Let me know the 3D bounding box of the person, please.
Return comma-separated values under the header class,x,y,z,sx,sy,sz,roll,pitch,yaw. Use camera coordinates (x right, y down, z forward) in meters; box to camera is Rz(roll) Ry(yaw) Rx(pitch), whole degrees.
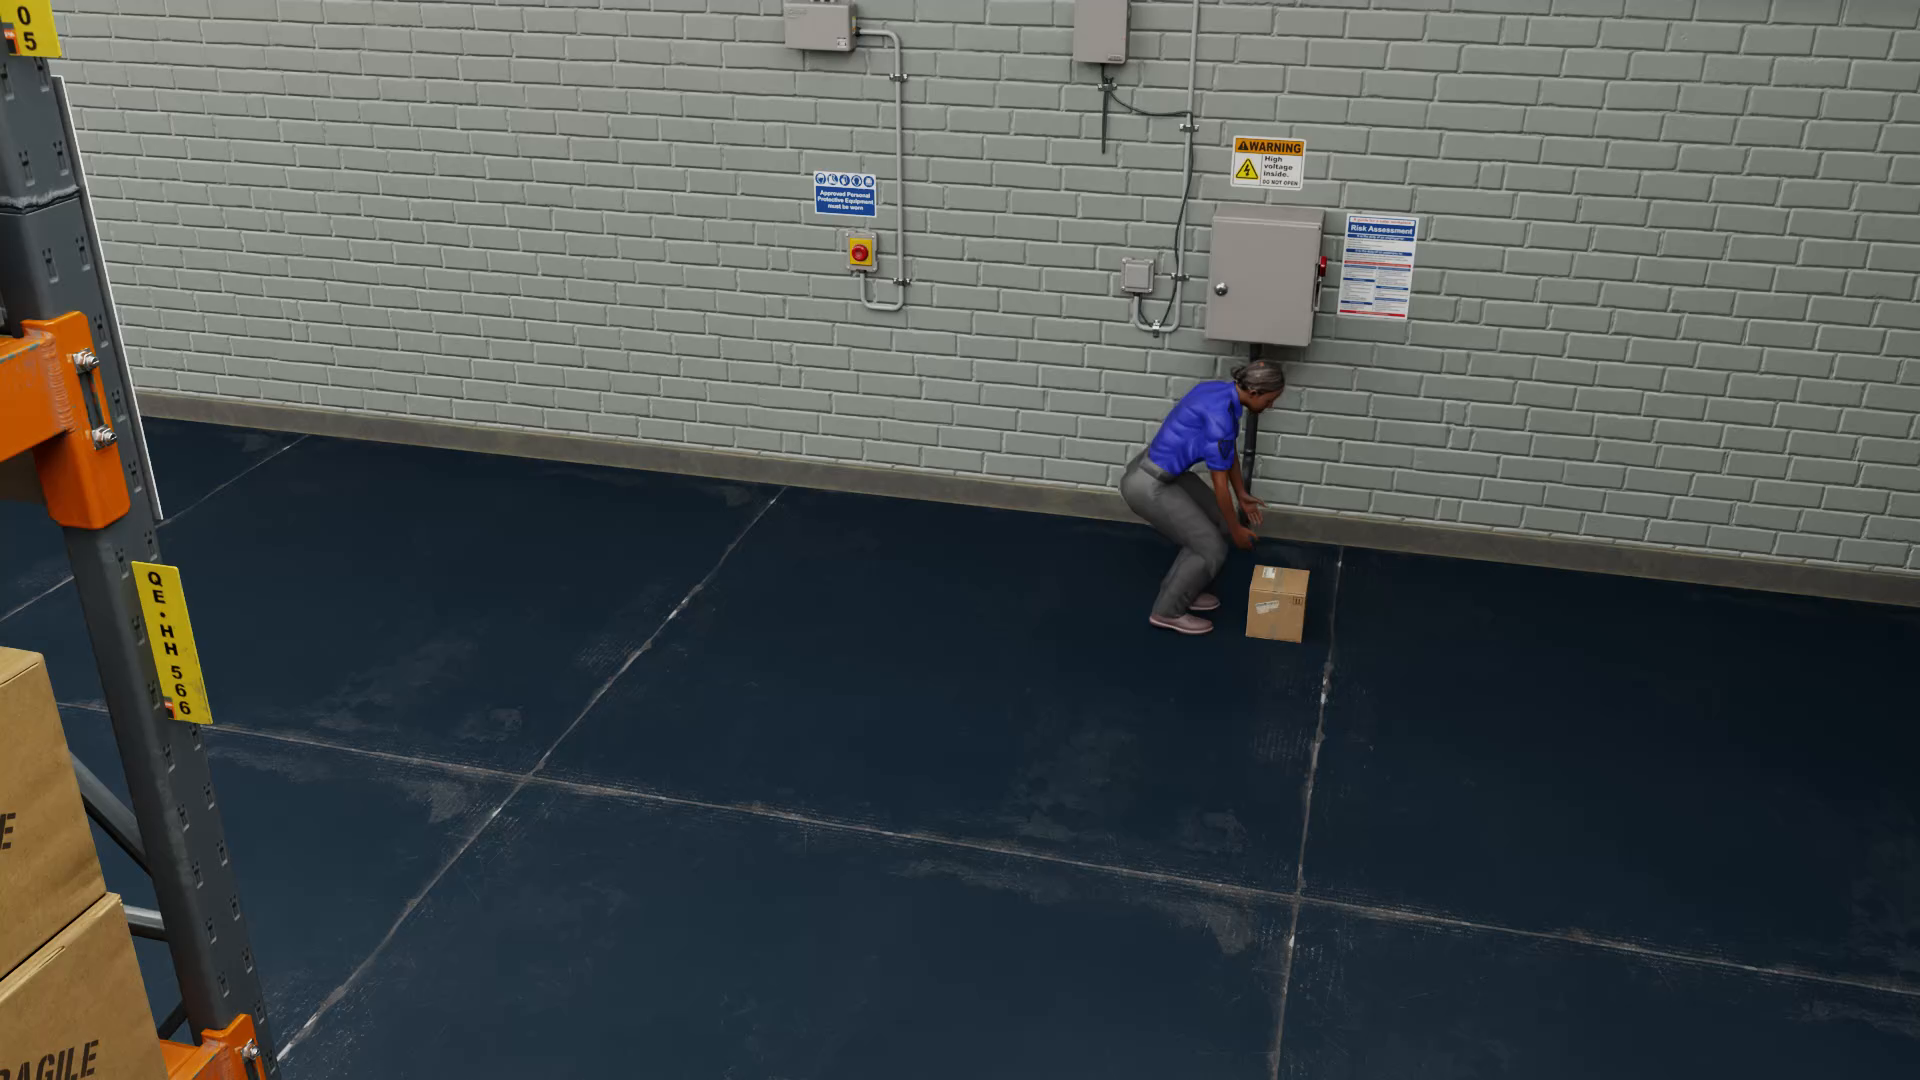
class,x,y,z,sx,sy,sz,roll,pitch,yaw
person,1.082,-0.228,7.547,0.683,1.277,0.496,6,26,13
